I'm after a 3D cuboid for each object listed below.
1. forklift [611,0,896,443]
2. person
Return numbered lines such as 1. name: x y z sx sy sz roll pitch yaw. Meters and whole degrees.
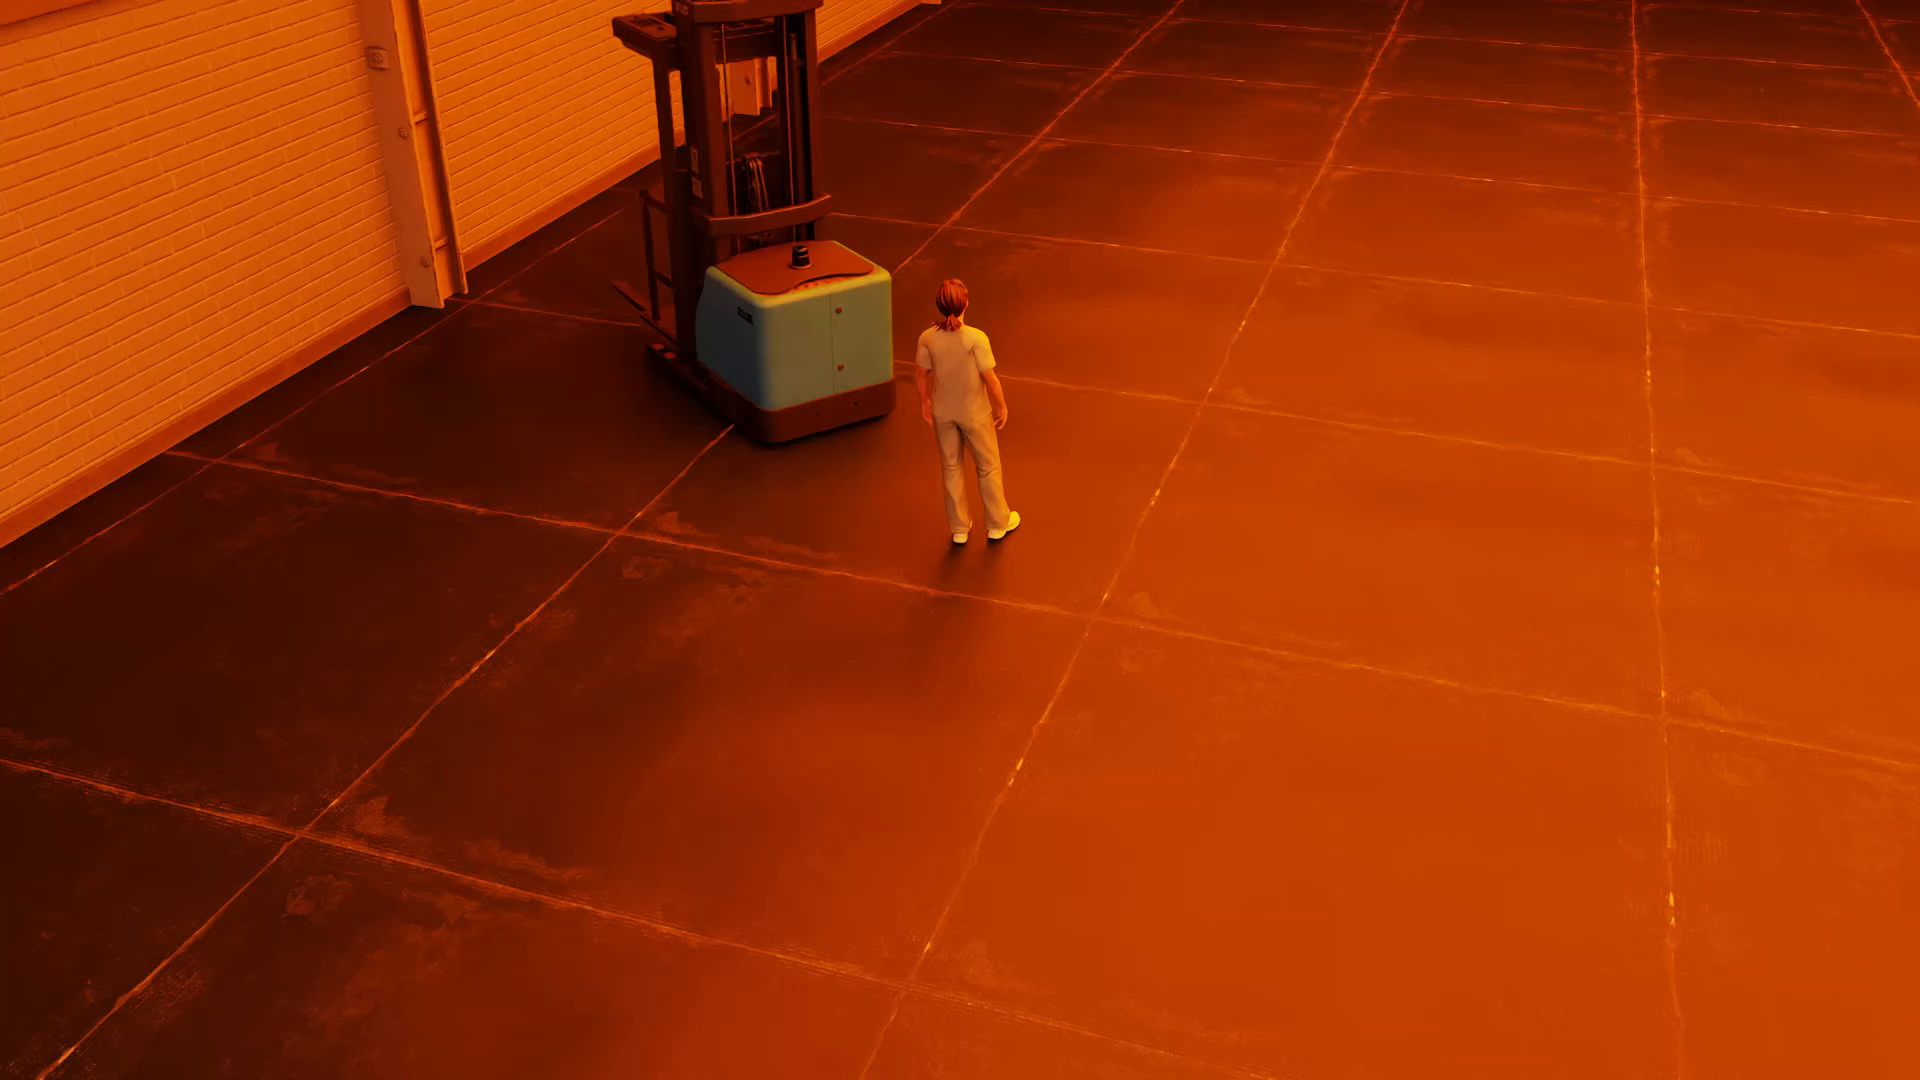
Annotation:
1. forklift: -1.671 -2.602 11.701 1.130 2.935 3.031 -18 34 -28
2. person: 0.037 -0.767 9.735 0.550 1.673 0.548 10 31 16
